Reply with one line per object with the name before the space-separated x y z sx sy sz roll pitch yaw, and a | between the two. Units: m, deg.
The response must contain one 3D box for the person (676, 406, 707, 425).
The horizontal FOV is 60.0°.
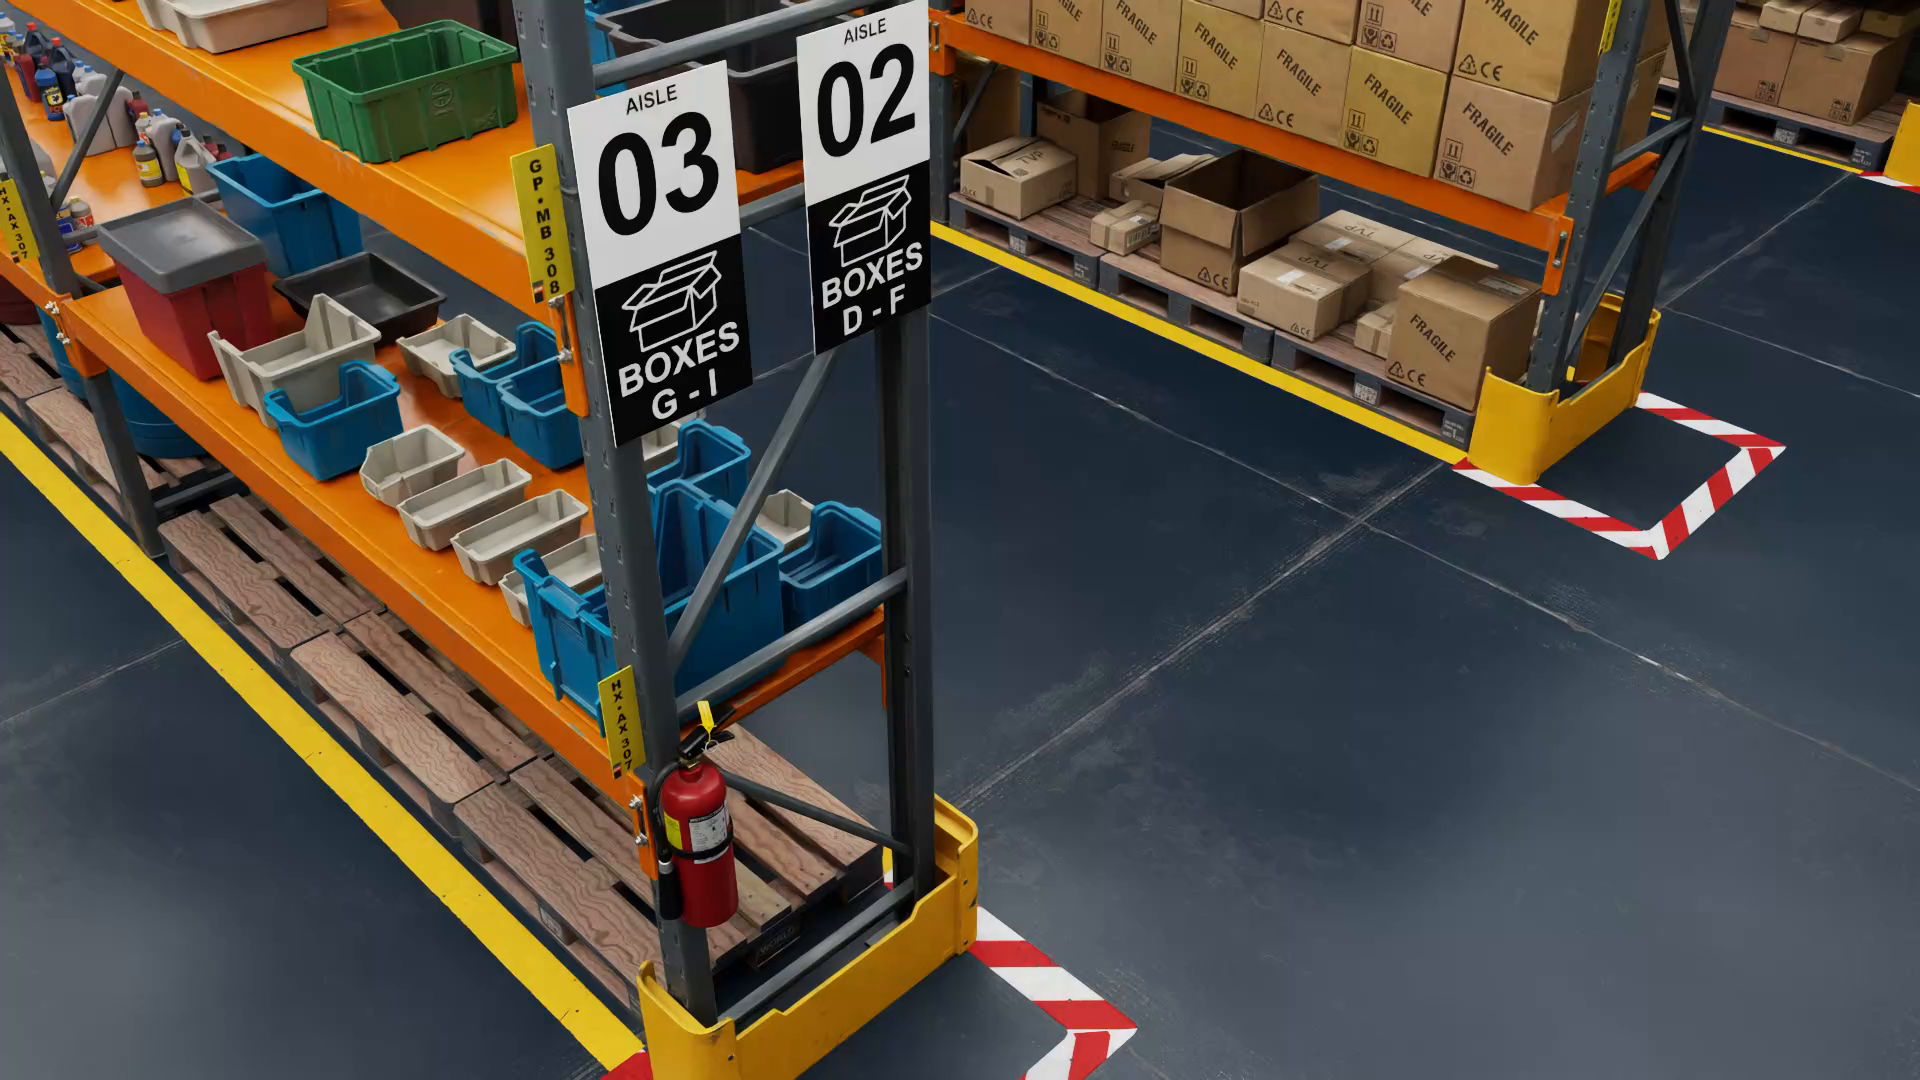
person | -1.174 -0.157 6.373 0.539 1.659 0.456 30 45 35
